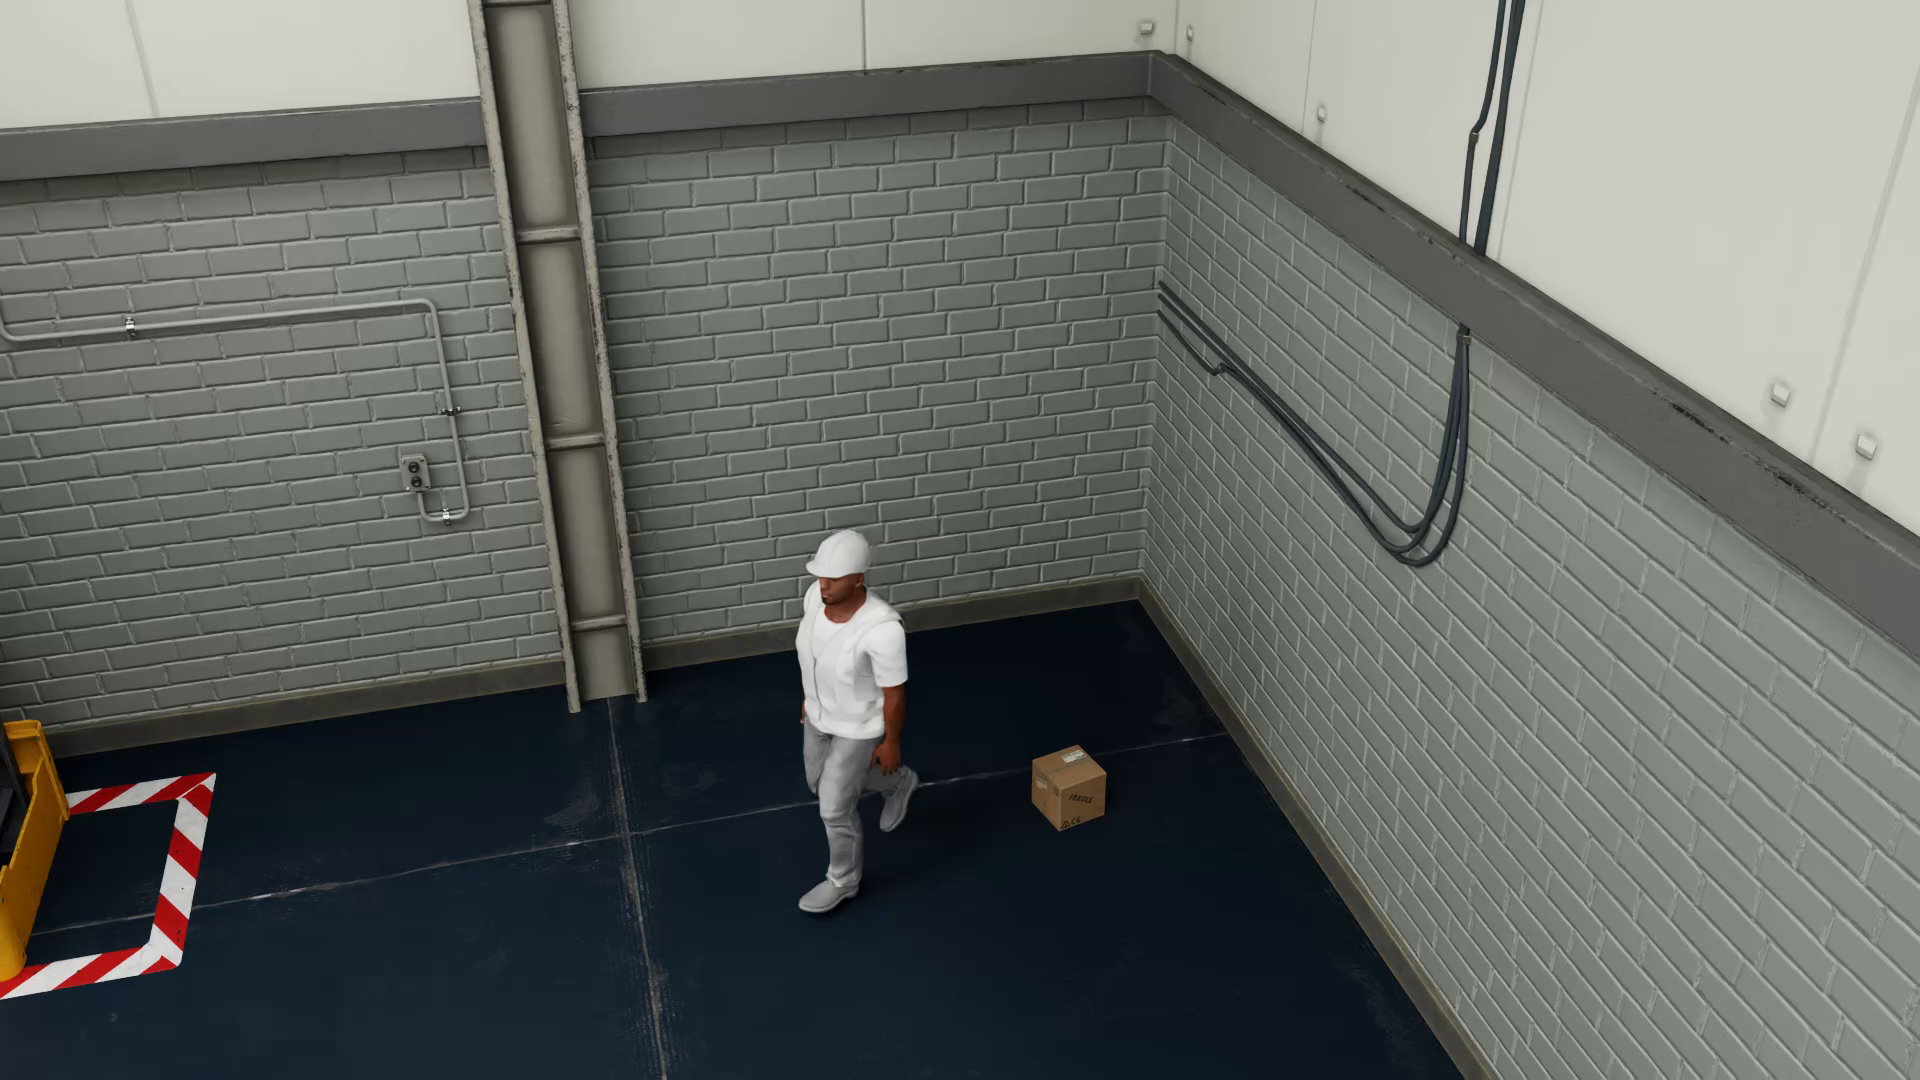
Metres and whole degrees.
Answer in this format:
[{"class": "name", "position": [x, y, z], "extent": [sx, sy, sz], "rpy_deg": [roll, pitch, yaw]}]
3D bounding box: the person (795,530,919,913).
[{"class": "person", "position": [-0.430, 0.715, 6.957], "extent": [0.770, 1.749, 0.578], "rpy_deg": [-23, 37, -34]}]
